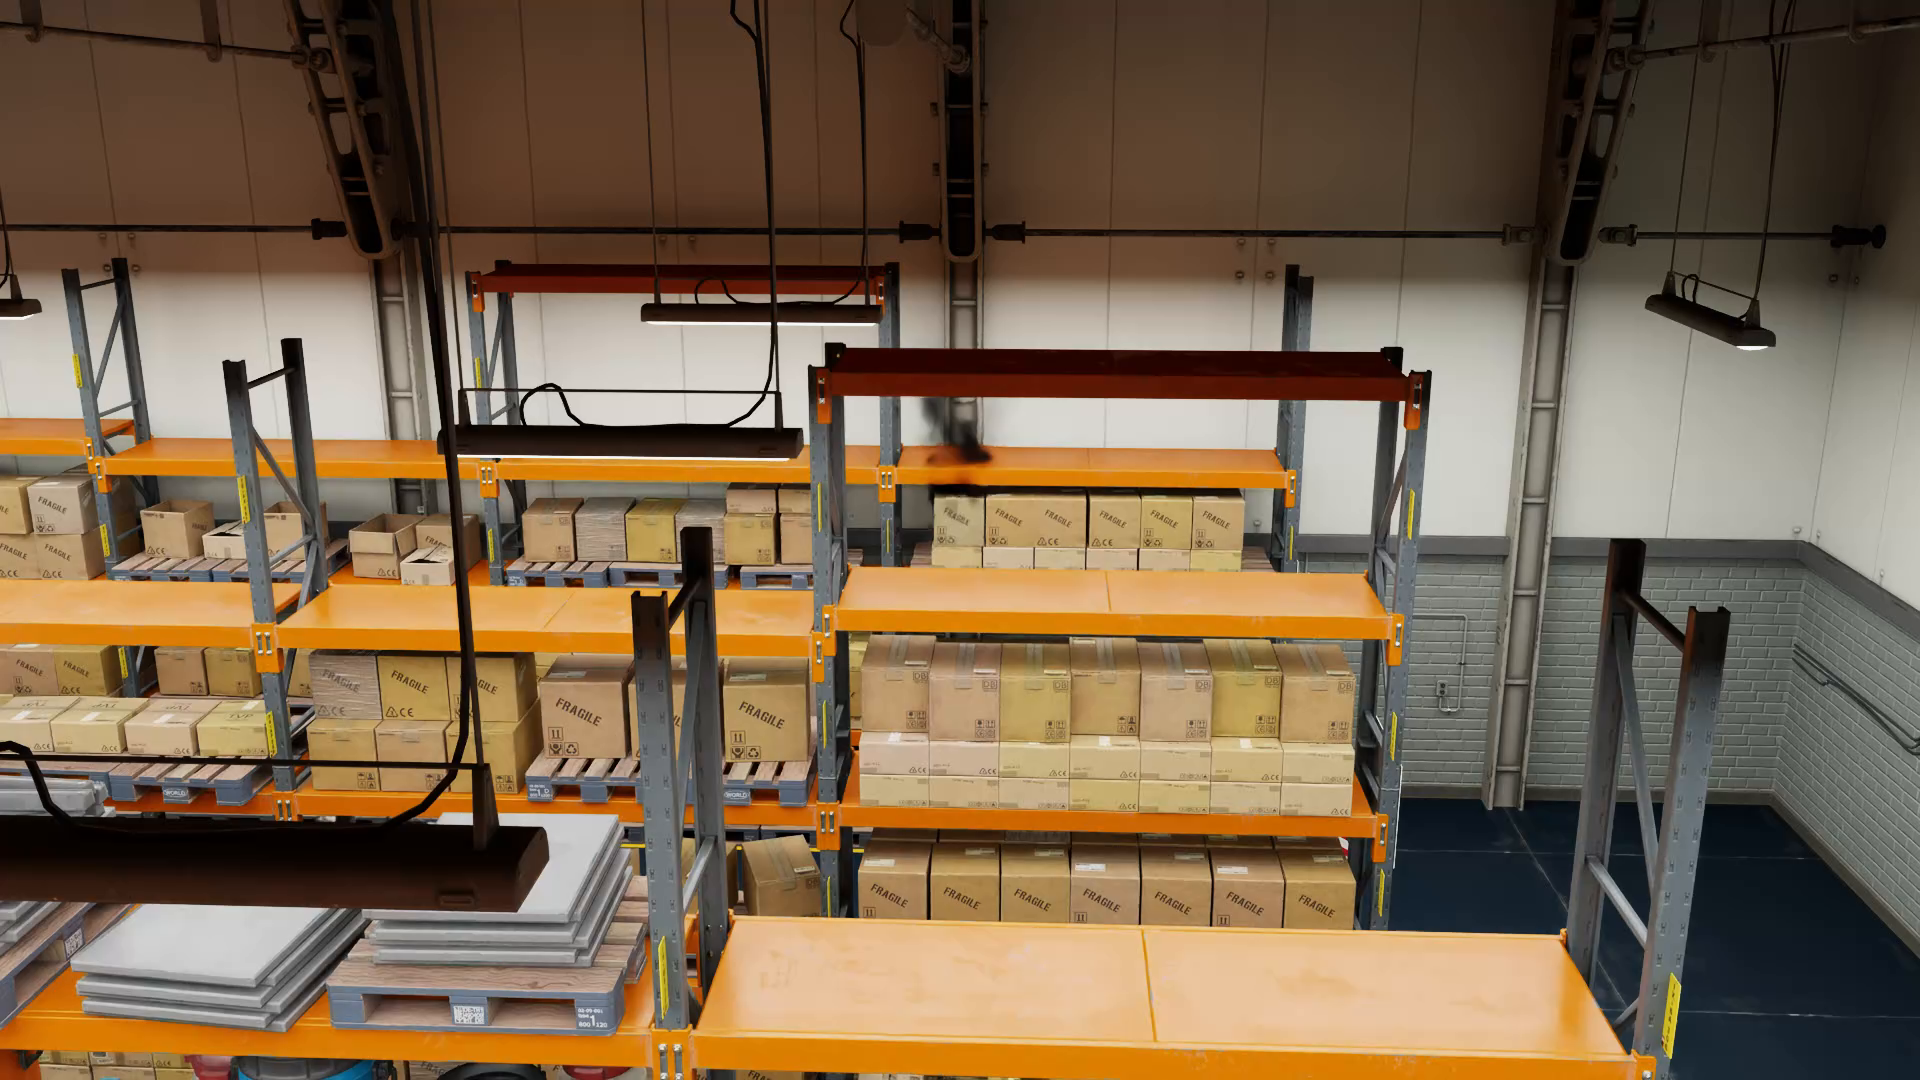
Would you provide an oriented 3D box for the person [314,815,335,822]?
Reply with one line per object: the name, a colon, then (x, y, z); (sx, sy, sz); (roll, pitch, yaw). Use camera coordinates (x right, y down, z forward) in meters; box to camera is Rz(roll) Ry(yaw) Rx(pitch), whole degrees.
person: (-5.762, 3.015, 15.342); (0.700, 1.639, 0.522); (-1, 16, -3)
